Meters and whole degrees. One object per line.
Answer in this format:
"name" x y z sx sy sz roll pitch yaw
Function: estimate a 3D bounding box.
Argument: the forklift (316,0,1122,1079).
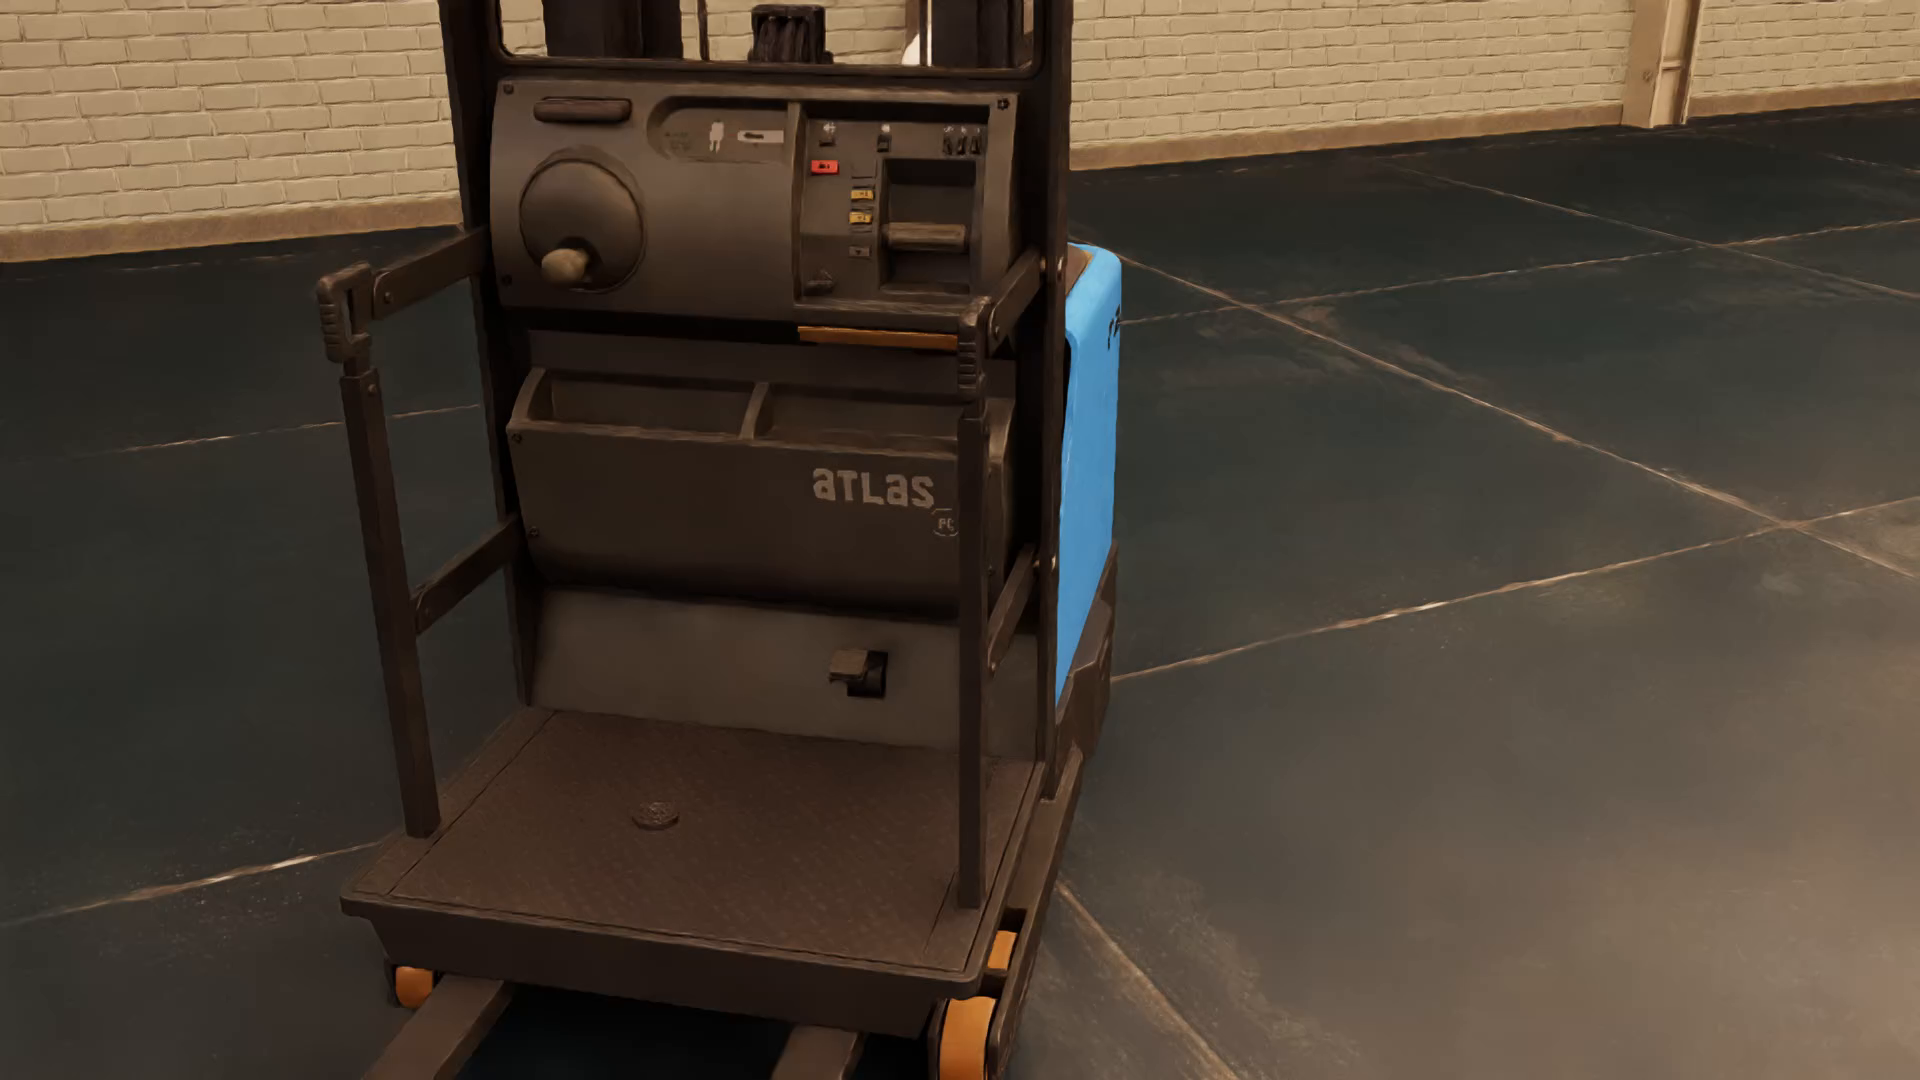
"forklift" -0.408 -0.568 2.655 1.130 2.935 3.031 5 23 11

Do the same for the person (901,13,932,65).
"person" 0.060 -0.814 4.755 0.486 1.778 0.585 4 23 10
